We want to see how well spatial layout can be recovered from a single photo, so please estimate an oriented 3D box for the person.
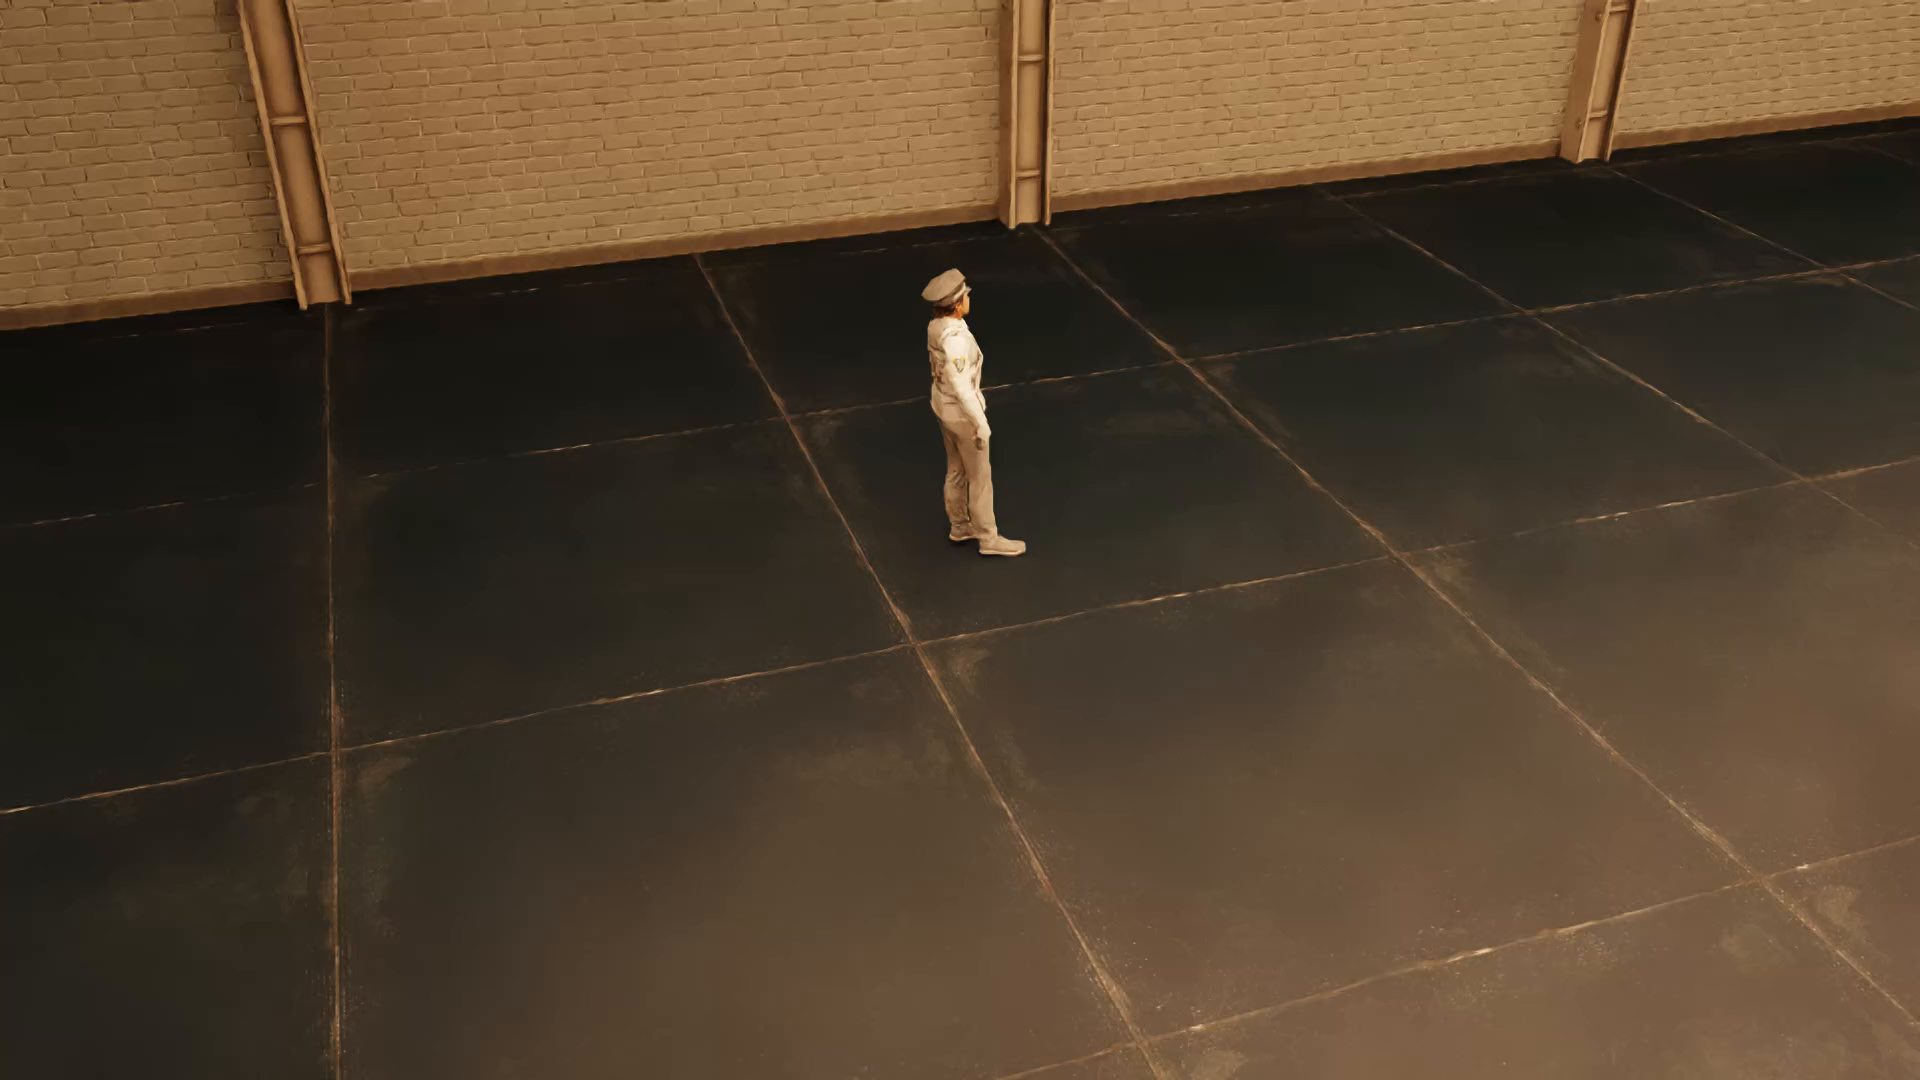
[{"bbox_3d":[0.066,-0.748,9.612,0.532,1.695,0.586,-10,31,-16],"label":"person"}]
